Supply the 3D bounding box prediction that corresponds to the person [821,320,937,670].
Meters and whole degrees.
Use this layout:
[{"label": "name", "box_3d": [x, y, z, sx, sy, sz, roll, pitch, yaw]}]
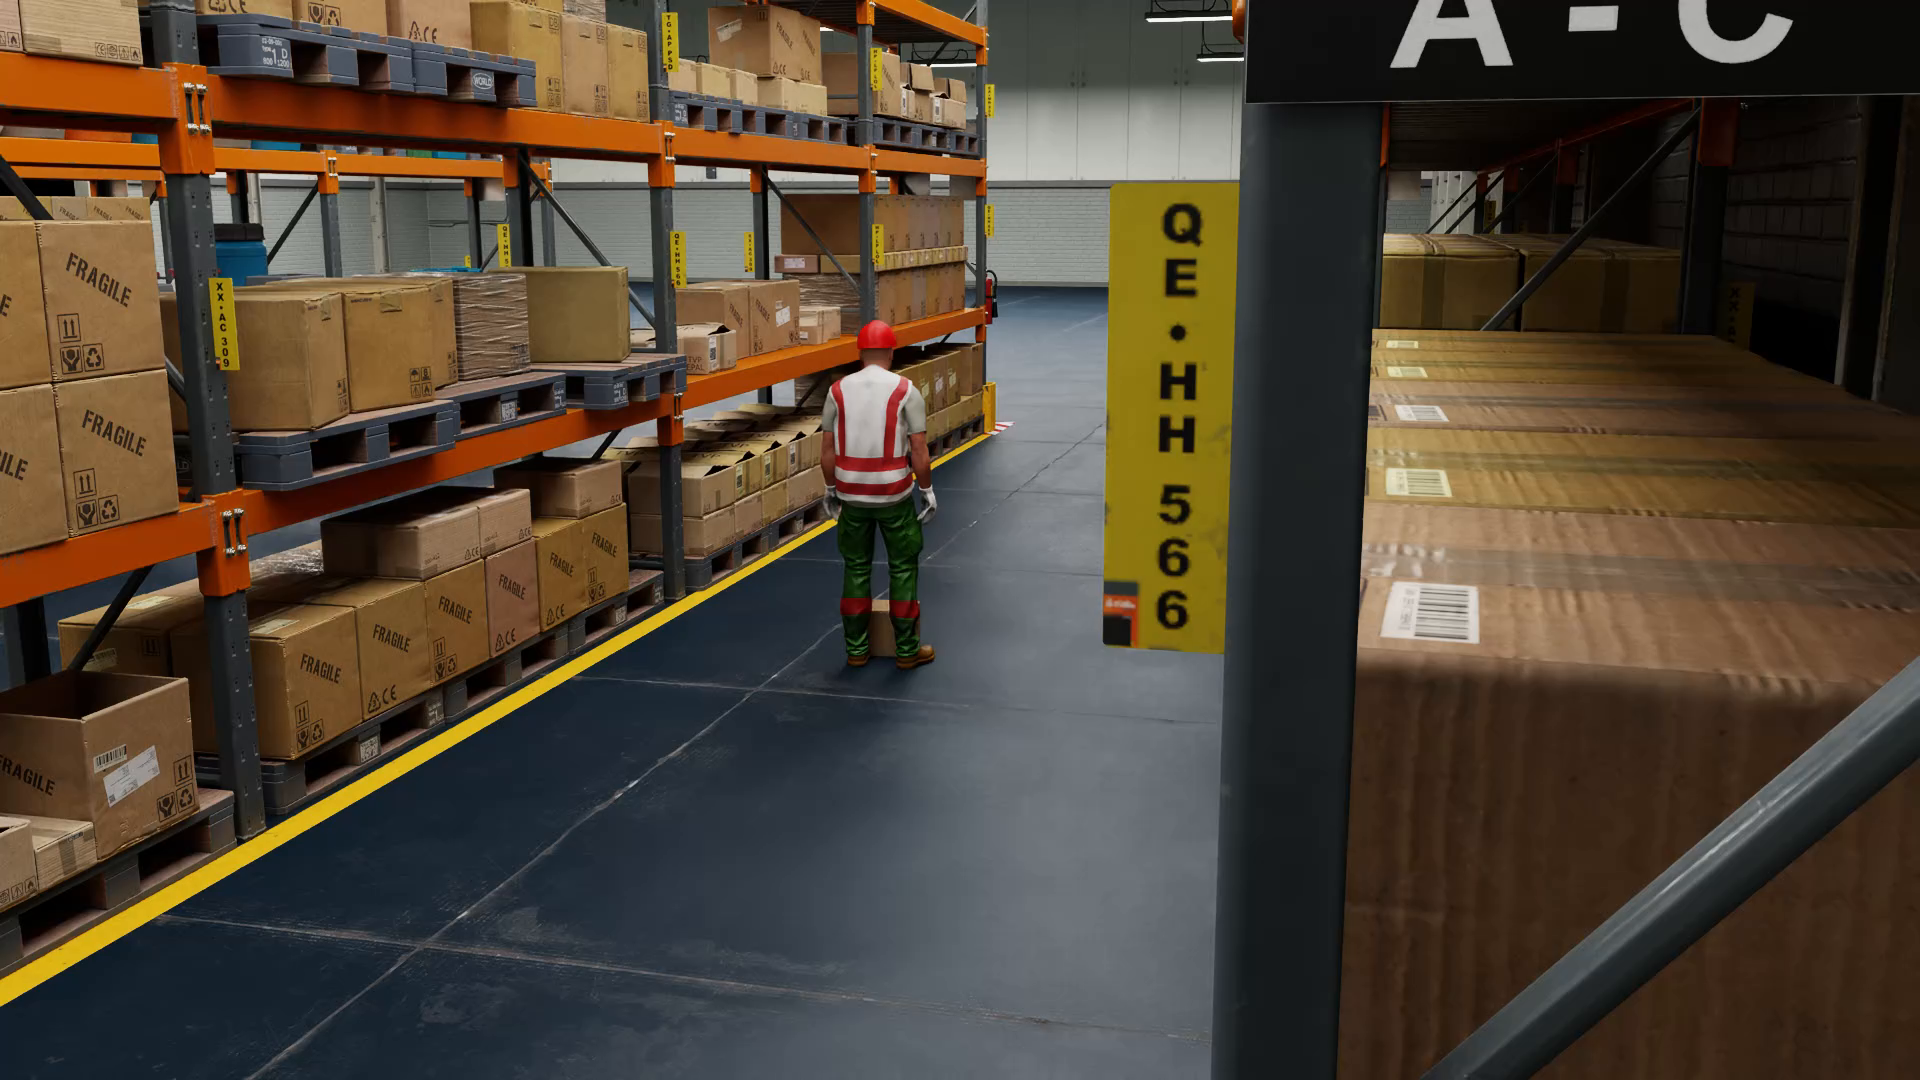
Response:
[{"label": "person", "box_3d": [-0.419, -0.231, 8.556, 0.608, 1.780, 0.448, 3, 12, 14]}]
